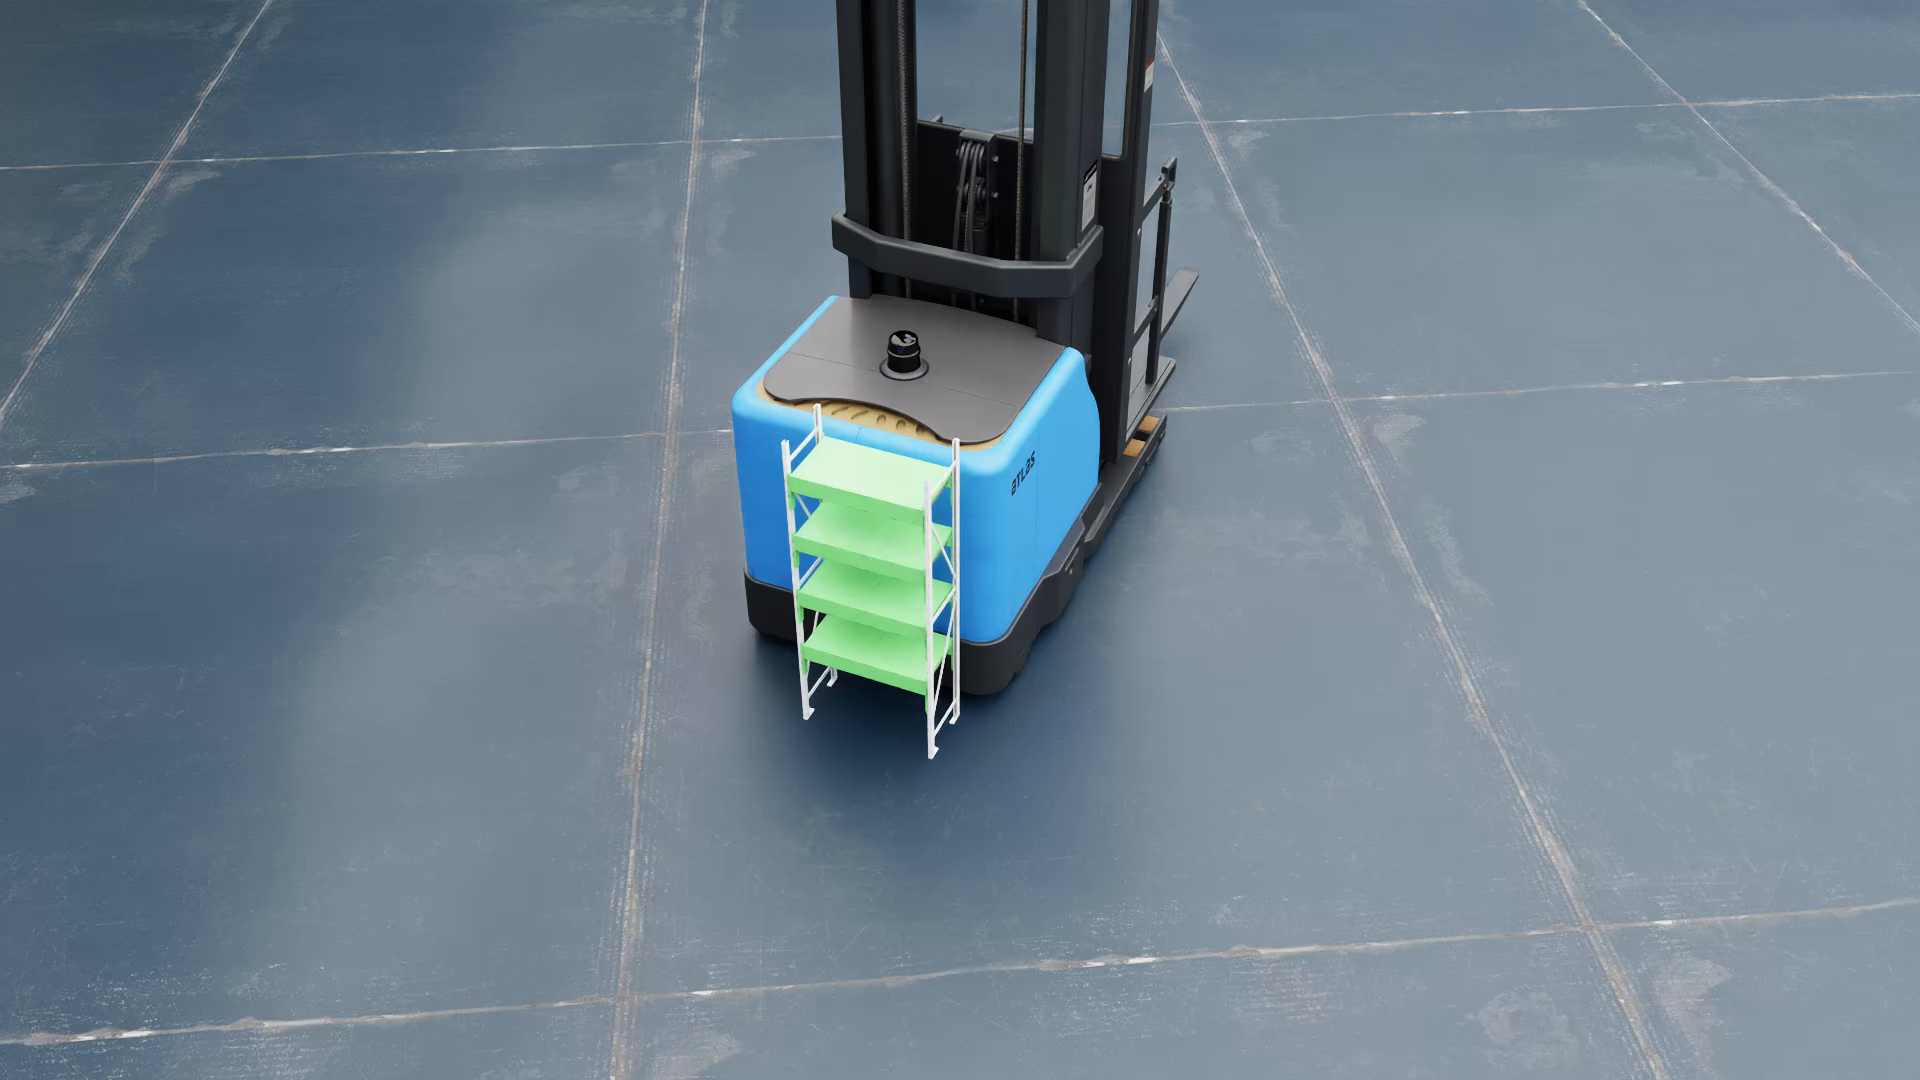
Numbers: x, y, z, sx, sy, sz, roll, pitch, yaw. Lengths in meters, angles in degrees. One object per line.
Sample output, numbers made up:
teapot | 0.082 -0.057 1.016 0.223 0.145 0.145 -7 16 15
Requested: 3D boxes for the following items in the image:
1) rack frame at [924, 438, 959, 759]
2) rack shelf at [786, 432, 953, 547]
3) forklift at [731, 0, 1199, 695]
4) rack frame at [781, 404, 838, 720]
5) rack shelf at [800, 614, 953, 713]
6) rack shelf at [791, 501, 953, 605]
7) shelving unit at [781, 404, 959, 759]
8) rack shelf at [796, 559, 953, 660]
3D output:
rack frame | -0.056 0.221 5.501 0.015 1.200 0.240 15 41 18
rack shelf | -0.280 -0.165 5.319 0.480 0.148 0.258 15 41 18
forklift | 0.249 -1.509 6.296 1.130 2.935 3.031 15 41 18
rack frame | -0.504 0.101 5.653 0.015 1.200 0.240 15 41 18
rack shelf | -0.280 0.400 5.765 0.480 0.148 0.258 15 41 18
rack shelf | -0.280 0.023 5.468 0.480 0.148 0.258 15 41 18
shelving unit | -0.280 0.161 5.577 0.503 1.200 0.258 15 41 18
rack shelf | -0.280 0.212 5.616 0.480 0.148 0.258 15 41 18
